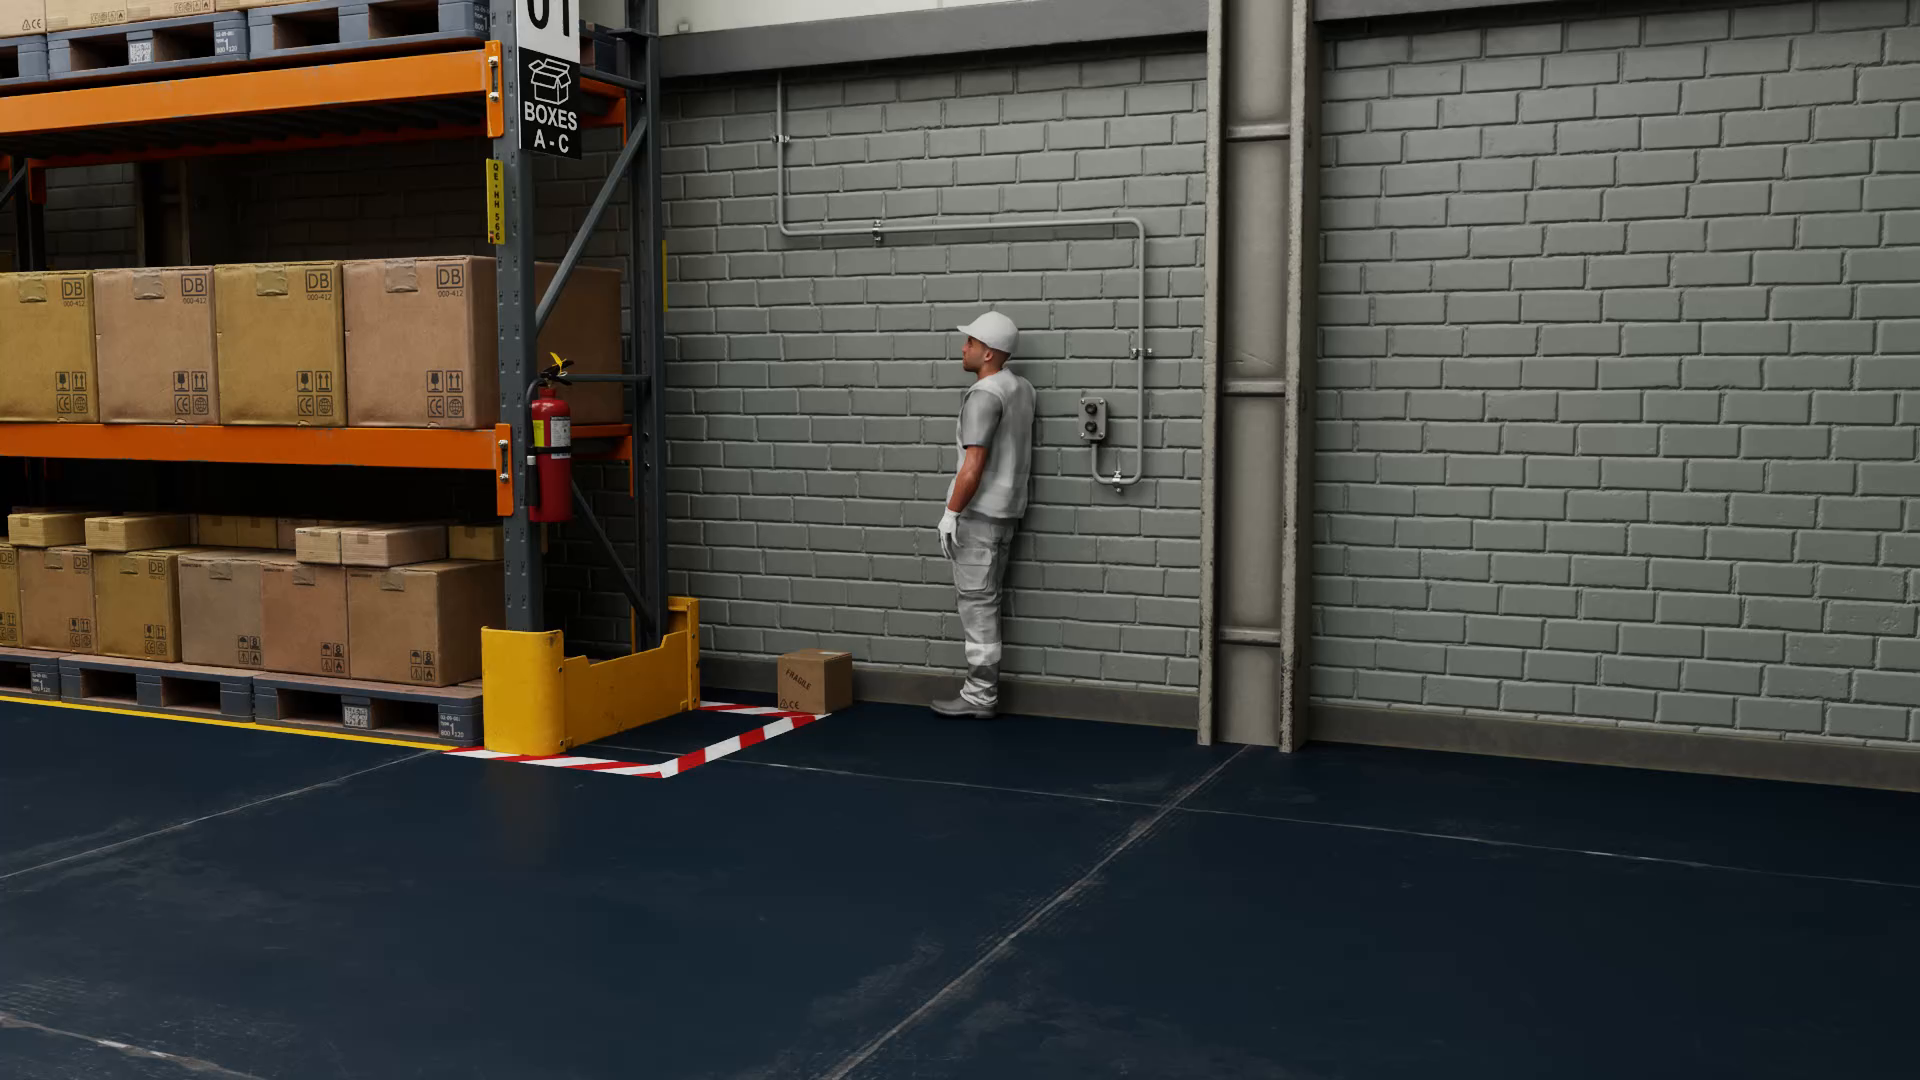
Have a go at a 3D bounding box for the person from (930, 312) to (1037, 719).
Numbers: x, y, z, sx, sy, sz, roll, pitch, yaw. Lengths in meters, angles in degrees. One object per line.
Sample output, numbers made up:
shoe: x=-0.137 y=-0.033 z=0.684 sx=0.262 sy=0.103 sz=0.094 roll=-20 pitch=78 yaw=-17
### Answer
person: x=0.038 y=-0.107 z=7.367 sx=0.563 sy=1.788 sz=0.638 roll=2 pitch=6 yaw=24
